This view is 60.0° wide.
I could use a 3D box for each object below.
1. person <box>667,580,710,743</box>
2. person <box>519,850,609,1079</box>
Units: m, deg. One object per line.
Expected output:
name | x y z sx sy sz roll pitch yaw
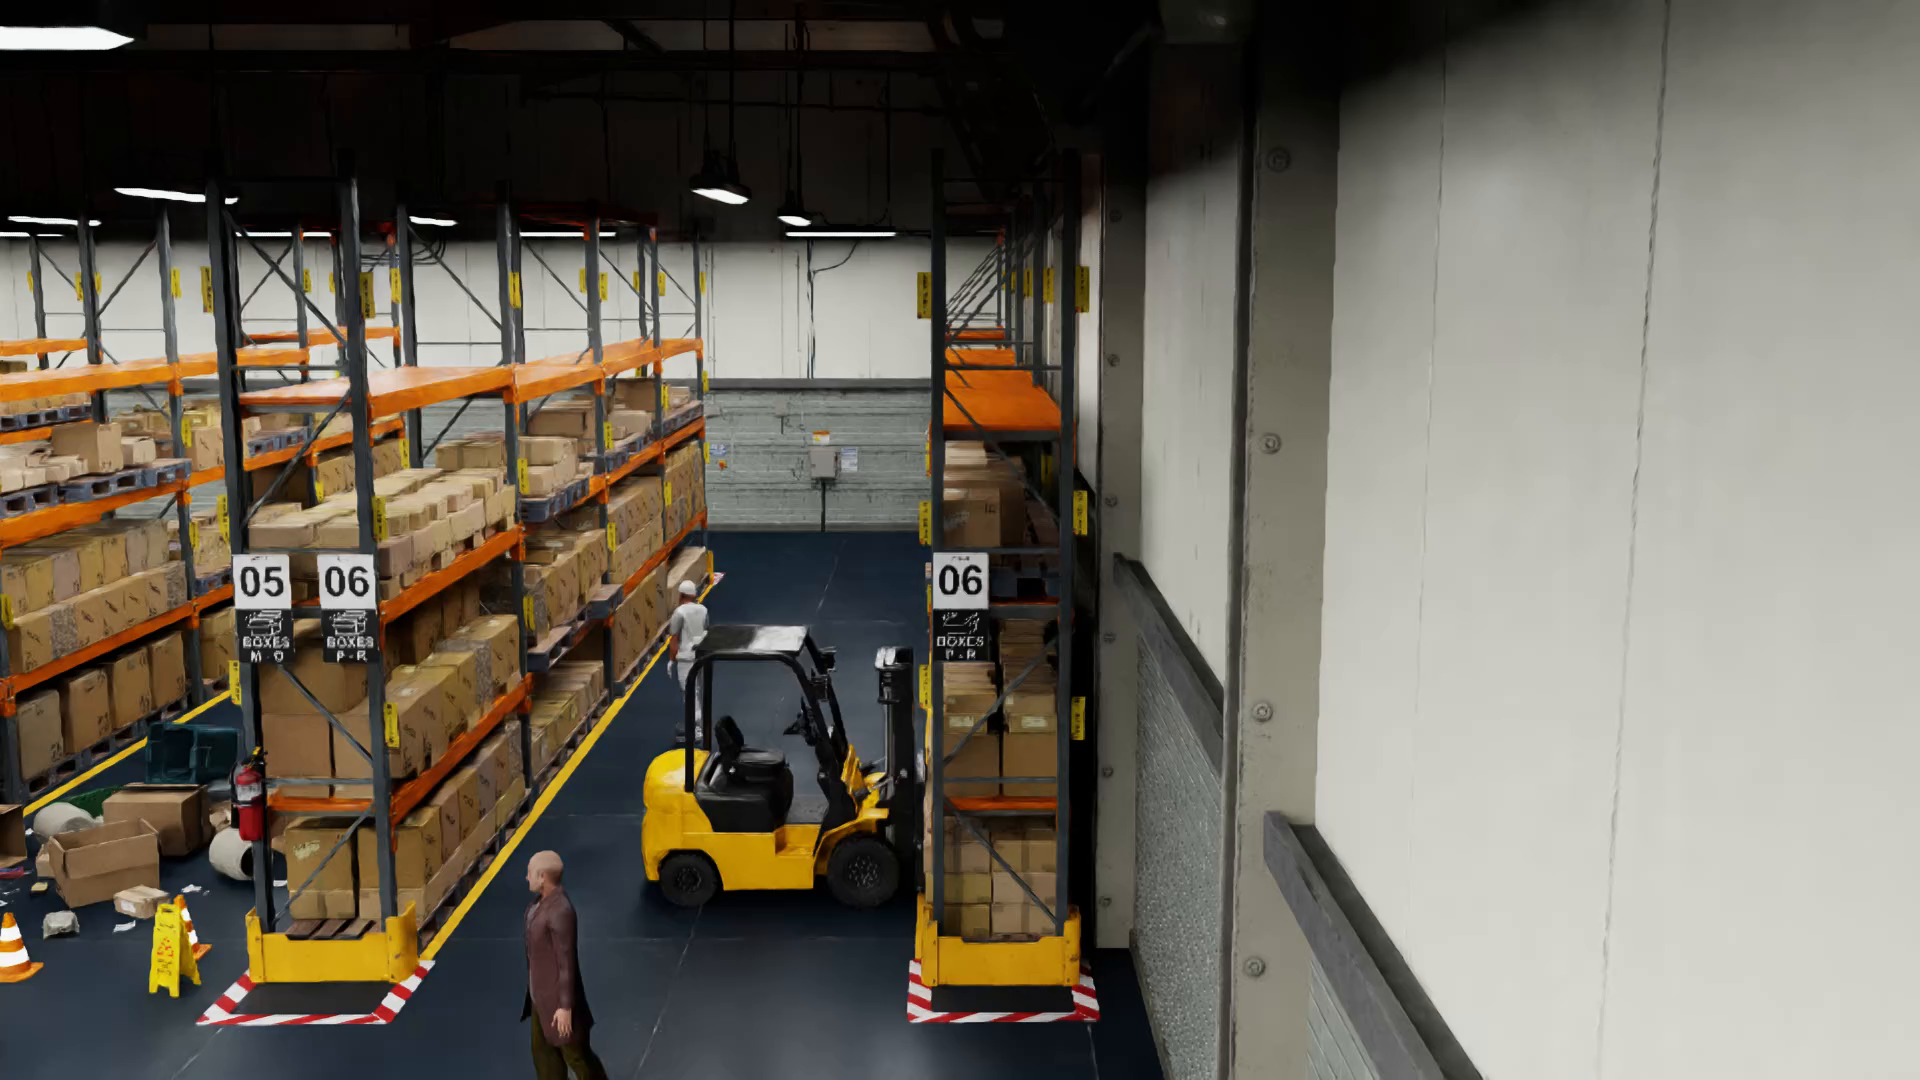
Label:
person | -3.030 1.319 18.536 0.577 1.785 0.655 5 11 31
person | -2.371 2.721 10.008 0.580 1.771 0.688 -4 10 -26
